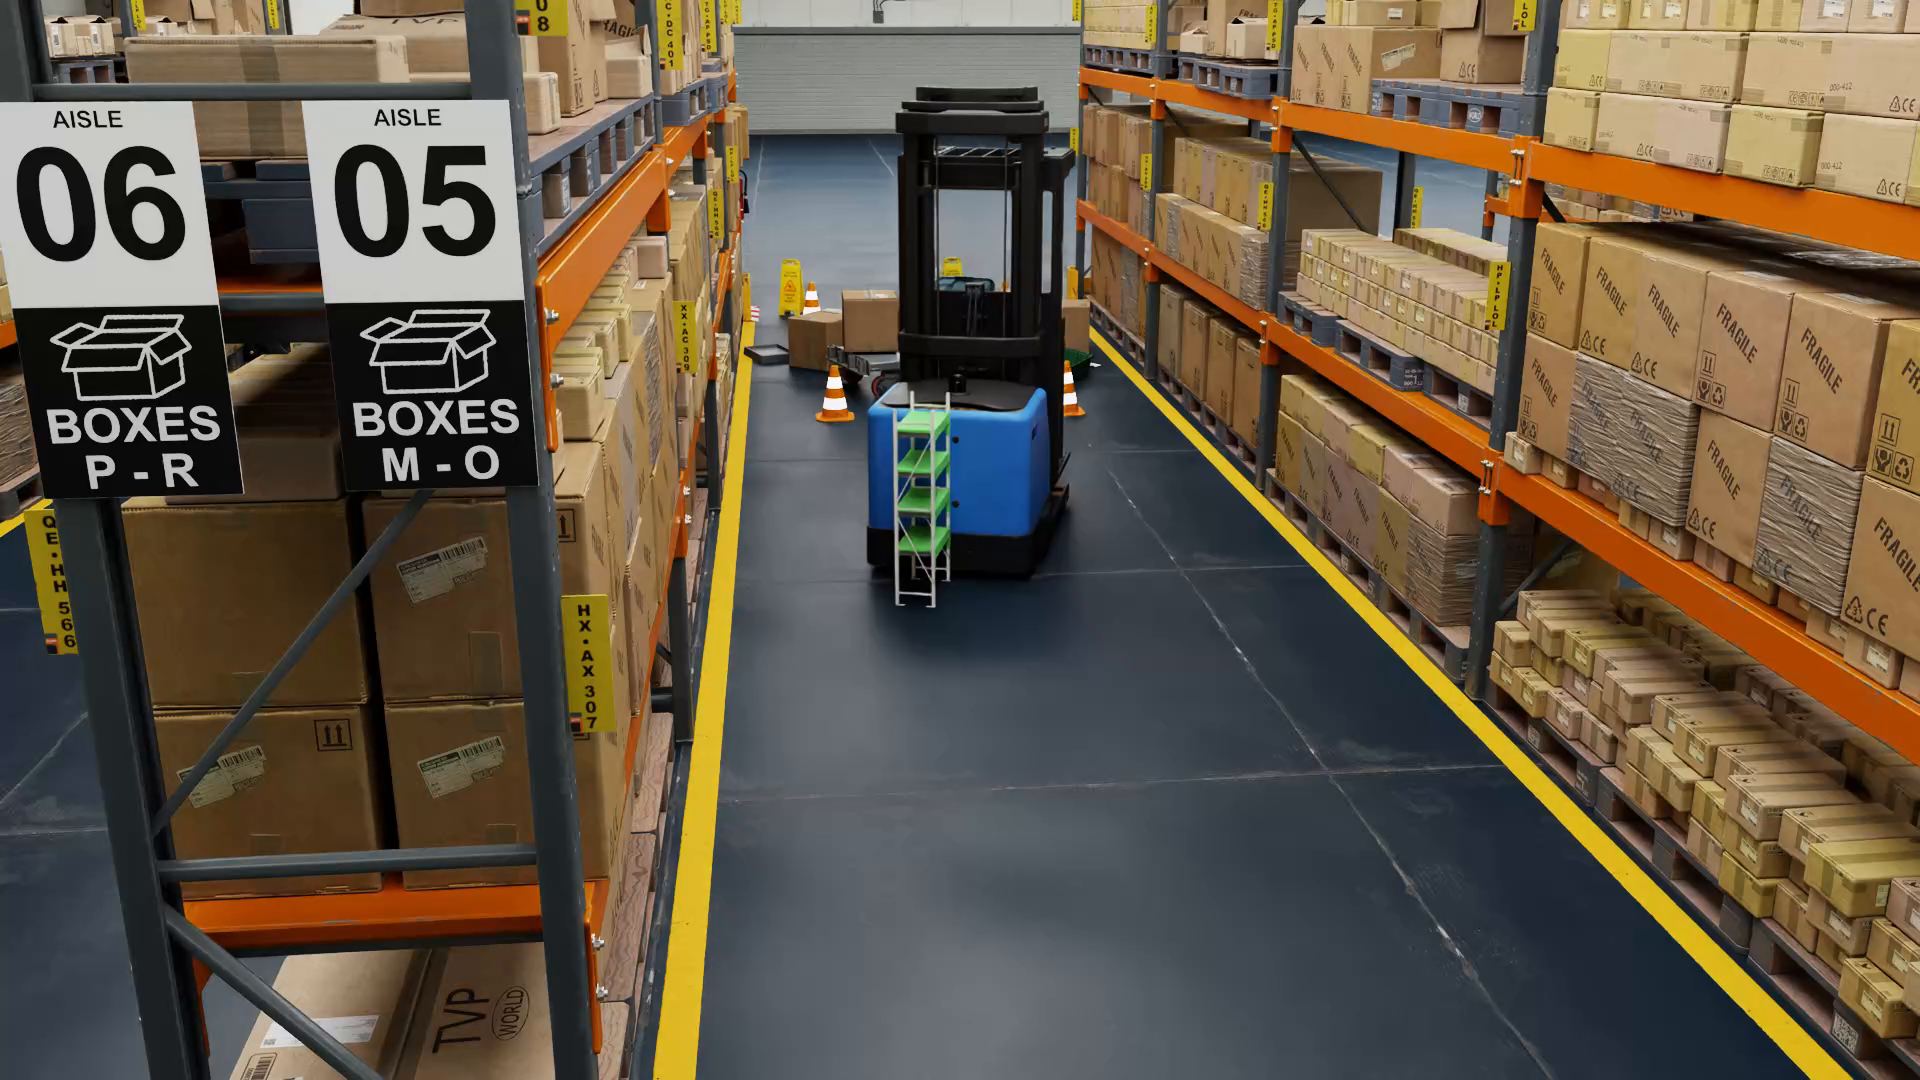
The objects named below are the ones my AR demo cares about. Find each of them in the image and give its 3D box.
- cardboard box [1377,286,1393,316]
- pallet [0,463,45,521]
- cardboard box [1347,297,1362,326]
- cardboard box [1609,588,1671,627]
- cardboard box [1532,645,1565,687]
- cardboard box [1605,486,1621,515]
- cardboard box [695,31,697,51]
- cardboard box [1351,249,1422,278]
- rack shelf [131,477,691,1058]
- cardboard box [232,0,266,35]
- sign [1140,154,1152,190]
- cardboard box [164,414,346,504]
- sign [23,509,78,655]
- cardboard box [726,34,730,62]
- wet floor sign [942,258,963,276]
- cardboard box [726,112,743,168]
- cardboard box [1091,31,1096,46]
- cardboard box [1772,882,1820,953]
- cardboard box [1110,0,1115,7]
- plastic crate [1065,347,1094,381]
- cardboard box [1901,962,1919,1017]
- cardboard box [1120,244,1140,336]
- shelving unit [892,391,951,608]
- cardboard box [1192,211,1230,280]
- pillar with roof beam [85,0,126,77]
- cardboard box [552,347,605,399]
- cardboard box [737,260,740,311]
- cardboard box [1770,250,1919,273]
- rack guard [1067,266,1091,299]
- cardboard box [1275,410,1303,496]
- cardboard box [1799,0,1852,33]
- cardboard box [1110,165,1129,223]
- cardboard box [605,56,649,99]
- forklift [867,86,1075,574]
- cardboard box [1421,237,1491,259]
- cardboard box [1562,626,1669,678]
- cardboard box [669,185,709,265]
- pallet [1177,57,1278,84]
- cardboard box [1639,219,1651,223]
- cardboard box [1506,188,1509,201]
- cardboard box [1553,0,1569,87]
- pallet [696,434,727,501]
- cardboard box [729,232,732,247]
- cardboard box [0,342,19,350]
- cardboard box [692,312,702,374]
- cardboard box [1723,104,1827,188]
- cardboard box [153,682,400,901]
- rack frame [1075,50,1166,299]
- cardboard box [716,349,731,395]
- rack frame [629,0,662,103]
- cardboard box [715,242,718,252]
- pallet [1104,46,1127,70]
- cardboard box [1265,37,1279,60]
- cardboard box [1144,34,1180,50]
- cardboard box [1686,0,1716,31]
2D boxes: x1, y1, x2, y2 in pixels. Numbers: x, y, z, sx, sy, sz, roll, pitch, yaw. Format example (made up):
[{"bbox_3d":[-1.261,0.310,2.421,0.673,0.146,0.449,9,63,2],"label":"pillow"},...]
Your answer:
[{"bbox_3d":[2.724,-1.431,9.950,0.380,0.149,0.250,-1,17,-4],"label":"cardboard box"},{"bbox_3d":[-7.188,-0.401,12.103,1.003,0.211,1.213,-2,18,-6],"label":"pallet"},{"bbox_3d":[2.668,-1.444,10.487,0.380,0.149,0.250,-1,17,-4],"label":"cardboard box"},{"bbox_3d":[3.416,0.343,8.143,0.380,0.149,0.250,-1,17,-4],"label":"cardboard box"},{"bbox_3d":[2.955,0.577,7.892,0.380,0.149,0.250,-2,18,-5],"label":"cardboard box"},{"bbox_3d":[3.027,-0.183,7.172,0.380,0.149,0.250,-3,18,-8],"label":"cardboard box"},{"bbox_3d":[-1.715,-2.808,9.628,0.396,0.266,0.258,-2,18,-7],"label":"cardboard box"},{"bbox_3d":[2.671,-1.731,10.408,0.380,0.149,0.250,-1,17,-3],"label":"cardboard box"},{"bbox_3d":[-1.586,0.491,5.806,1.077,0.370,4.000,-2,18,-6],"label":"rack shelf"},{"bbox_3d":[-7.679,-5.471,17.554,0.500,0.500,0.500,-1,17,-4],"label":"cardboard box"},{"bbox_3d":[1.743,-3.448,15.574,0.100,0.325,0.005,-2,18,-6],"label":"sign"},{"bbox_3d":[-1.616,-0.191,3.860,0.380,0.149,0.250,-2,17,-5],"label":"cardboard box"},{"bbox_3d":[-1.921,0.091,3.551,0.100,0.325,0.005,-2,18,-6],"label":"sign"},{"bbox_3d":[-2.492,-4.776,16.127,0.500,0.250,0.500,-2,18,-5],"label":"cardboard box"},{"bbox_3d":[-0.090,-3.031,19.753,0.267,0.644,0.232,-5,18,-15],"label":"wet floor sign"},{"bbox_3d":[-2.503,-3.939,16.384,0.700,0.500,0.500,-2,18,-7],"label":"cardboard box"},{"bbox_3d":[1.652,-5.503,18.242,0.380,0.149,0.250,-2,18,-5],"label":"cardboard box"},{"bbox_3d":[3.164,1.342,5.953,0.380,0.149,0.250,-2,18,-5],"label":"cardboard box"},{"bbox_3d":[1.757,-5.582,17.161,0.380,0.149,0.250,-2,17,-5],"label":"cardboard box"},{"bbox_3d":[0.974,-1.712,16.220,0.450,0.188,0.662,18,23,19],"label":"plastic crate"},{"bbox_3d":[3.195,1.430,5.176,0.380,0.149,0.250,-2,18,-7],"label":"cardboard box"},{"bbox_3d":[2.203,-2.659,17.486,0.875,0.875,0.875,-2,18,-5],"label":"cardboard box"},{"bbox_3d":[-0.224,-0.246,9.959,0.258,1.200,0.503,3,18,10],"label":"shelving unit"},{"bbox_3d":[2.236,-2.447,13.795,0.500,0.500,0.500,-2,17,-5],"label":"cardboard box"},{"bbox_3d":[-4.510,-6.629,17.268,9.100,9.000,0.400,-2,18,-6],"label":"pillar with roof beam"},{"bbox_3d":[-1.197,-0.440,4.650,0.380,0.149,0.250,-2,18,-7],"label":"cardboard box"},{"bbox_3d":[-2.529,-2.576,17.011,0.500,0.500,0.500,-1,17,-3],"label":"cardboard box"},{"bbox_3d":[3.535,-0.859,6.574,0.500,0.500,0.500,-1,17,-4],"label":"cardboard box"},{"bbox_3d":[1.880,-3.021,19.965,1.175,0.500,0.348,-2,18,-6],"label":"rack guard"},{"bbox_3d":[2.527,-0.612,11.591,0.500,0.500,0.500,-3,18,-8],"label":"cardboard box"},{"bbox_3d":[3.070,-1.777,5.571,0.380,0.149,0.250,-2,18,-7],"label":"cardboard box"},{"bbox_3d":[2.073,-3.678,17.635,0.875,0.550,0.500,-2,18,-6],"label":"cardboard box"},{"bbox_3d":[-1.381,-1.748,6.282,0.380,0.149,0.250,-1,17,-4],"label":"cardboard box"},{"bbox_3d":[0.179,-1.591,11.350,1.130,2.935,3.031,3,18,10],"label":"forklift"},{"bbox_3d":[3.265,-1.902,10.954,0.380,0.149,0.250,-1,17,-4],"label":"cardboard box"},{"bbox_3d":[2.995,0.512,7.605,0.380,0.149,0.250,-2,18,-6],"label":"cardboard box"},{"bbox_3d":[-1.892,-2.019,10.763,0.500,0.500,0.500,-2,18,-7],"label":"cardboard box"},{"bbox_3d":[2.439,-4.083,14.486,0.805,0.209,1.217,-2,18,-8],"label":"pallet"},{"bbox_3d":[6.925,-3.073,16.376,0.380,0.149,0.250,-2,18,-6],"label":"cardboard box"},{"bbox_3d":[6.626,-4.042,19.464,0.380,0.149,0.250,-2,18,-6],"label":"cardboard box"},{"bbox_3d":[3.191,-2.427,8.023,0.700,0.500,0.500,-2,18,-6],"label":"cardboard box"},{"bbox_3d":[-2.284,-0.542,12.552,1.003,0.211,1.213,-2,18,-6],"label":"pallet"},{"bbox_3d":[-2.331,-2.815,15.557,0.380,0.149,0.250,-2,18,-6],"label":"cardboard box"},{"bbox_3d":[-7.417,-1.358,13.758,0.875,0.625,0.625,-2,18,-6],"label":"cardboard box"},{"bbox_3d":[-1.665,-1.060,8.963,0.500,0.250,0.500,-2,17,-5],"label":"cardboard box"},{"bbox_3d":[3.051,-1.384,5.820,0.500,0.250,0.500,-1,17,-3],"label":"cardboard box"},{"bbox_3d":[-1.693,0.560,4.217,0.500,0.500,0.500,-2,18,-5],"label":"cardboard box"},{"bbox_3d":[1.883,-4.206,19.568,1.000,3.000,0.127,-2,18,-6],"label":"rack frame"},{"bbox_3d":[-2.484,-1.408,14.340,0.950,0.372,0.625,-1,17,-2],"label":"cardboard box"},{"bbox_3d":[-1.793,-3.310,6.698,1.000,3.000,0.127,-2,18,-6],"label":"rack frame"},{"bbox_3d":[-2.199,-2.463,13.733,0.380,0.149,0.250,-2,18,-6],"label":"cardboard box"},{"bbox_3d":[2.099,-5.010,17.268,1.003,0.211,1.213,-2,18,-6],"label":"pallet"},{"bbox_3d":[2.427,-3.562,12.030,0.380,0.166,0.250,-2,18,-6],"label":"cardboard box"},{"bbox_3d":[1.940,-4.673,15.596,0.380,0.149,0.250,-2,18,-6],"label":"cardboard box"},{"bbox_3d":[3.015,-2.015,6.330,0.380,0.149,0.250,-2,18,-7],"label":"cardboard box"}]
